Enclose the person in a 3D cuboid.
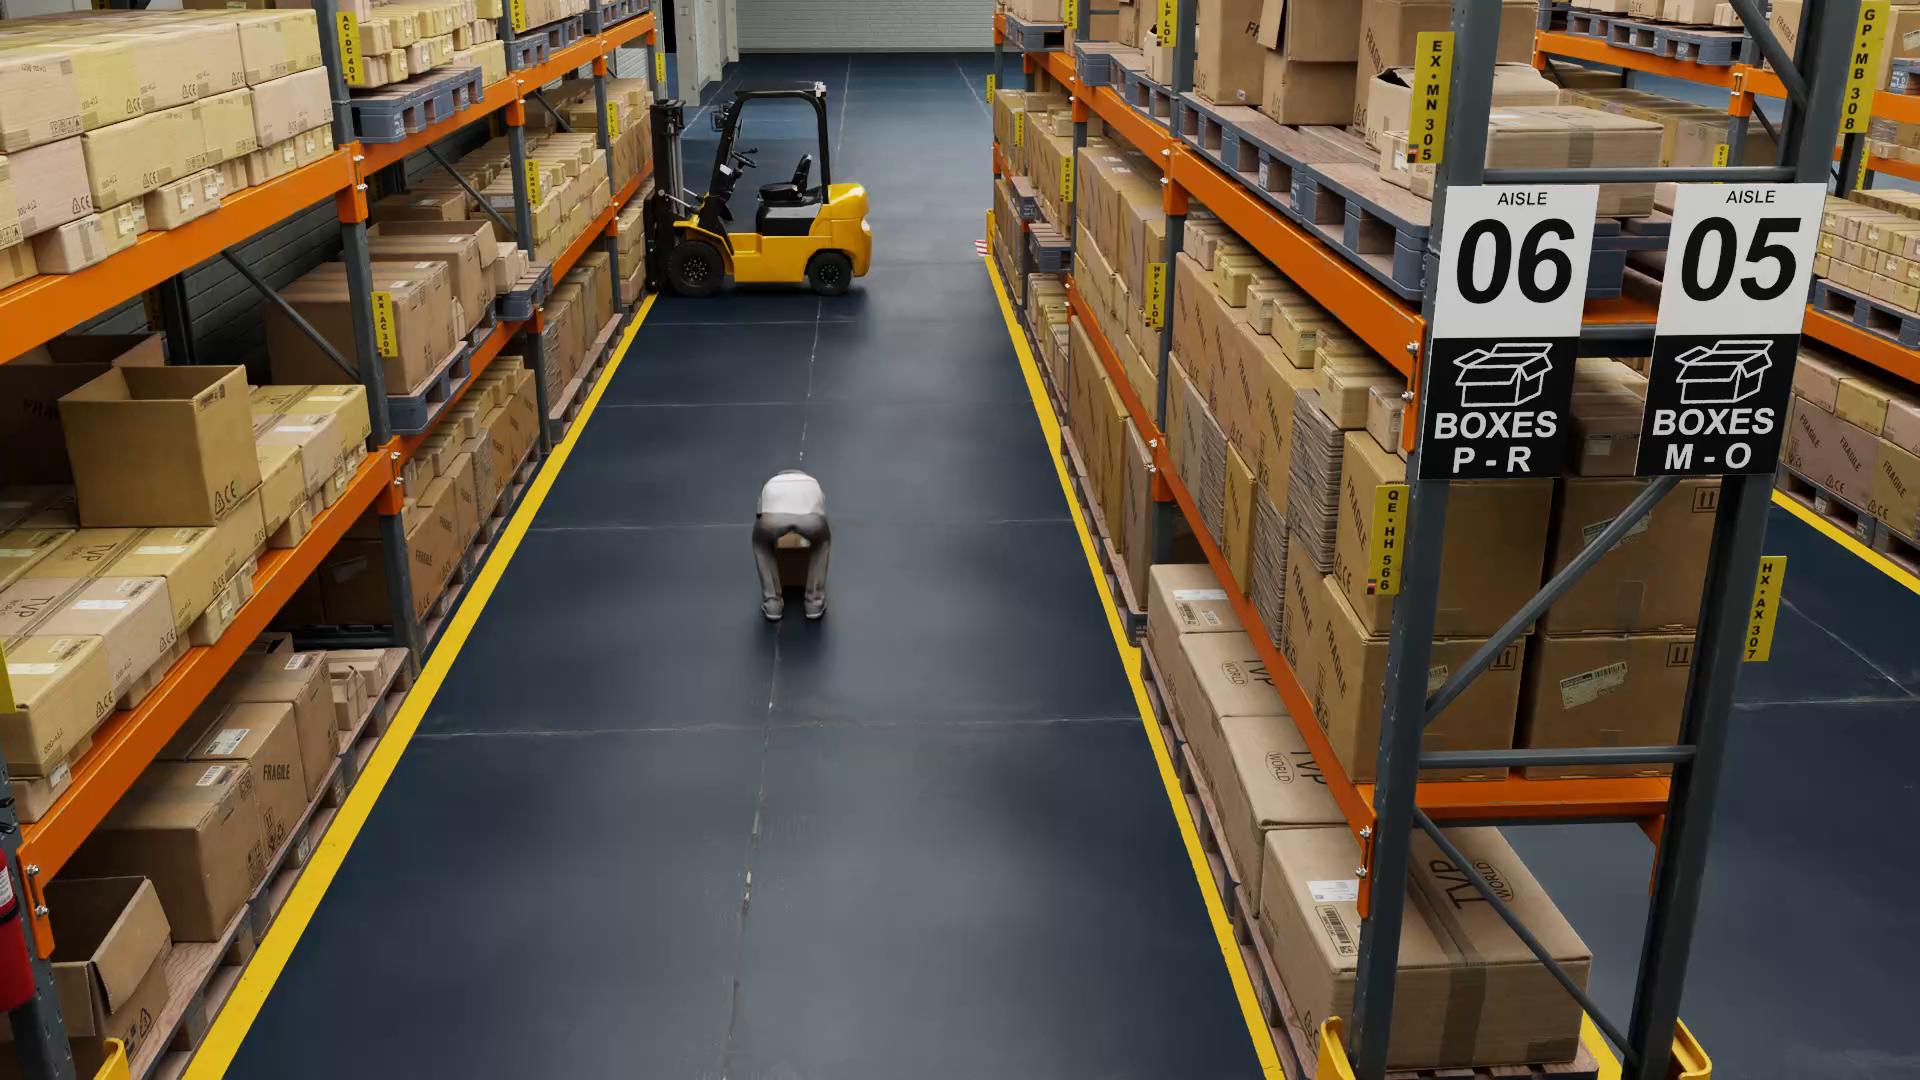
[{"bbox_3d":[-0.998,-0.340,9.483,0.533,1.662,0.375,-2,21,-6],"label":"person"}]
